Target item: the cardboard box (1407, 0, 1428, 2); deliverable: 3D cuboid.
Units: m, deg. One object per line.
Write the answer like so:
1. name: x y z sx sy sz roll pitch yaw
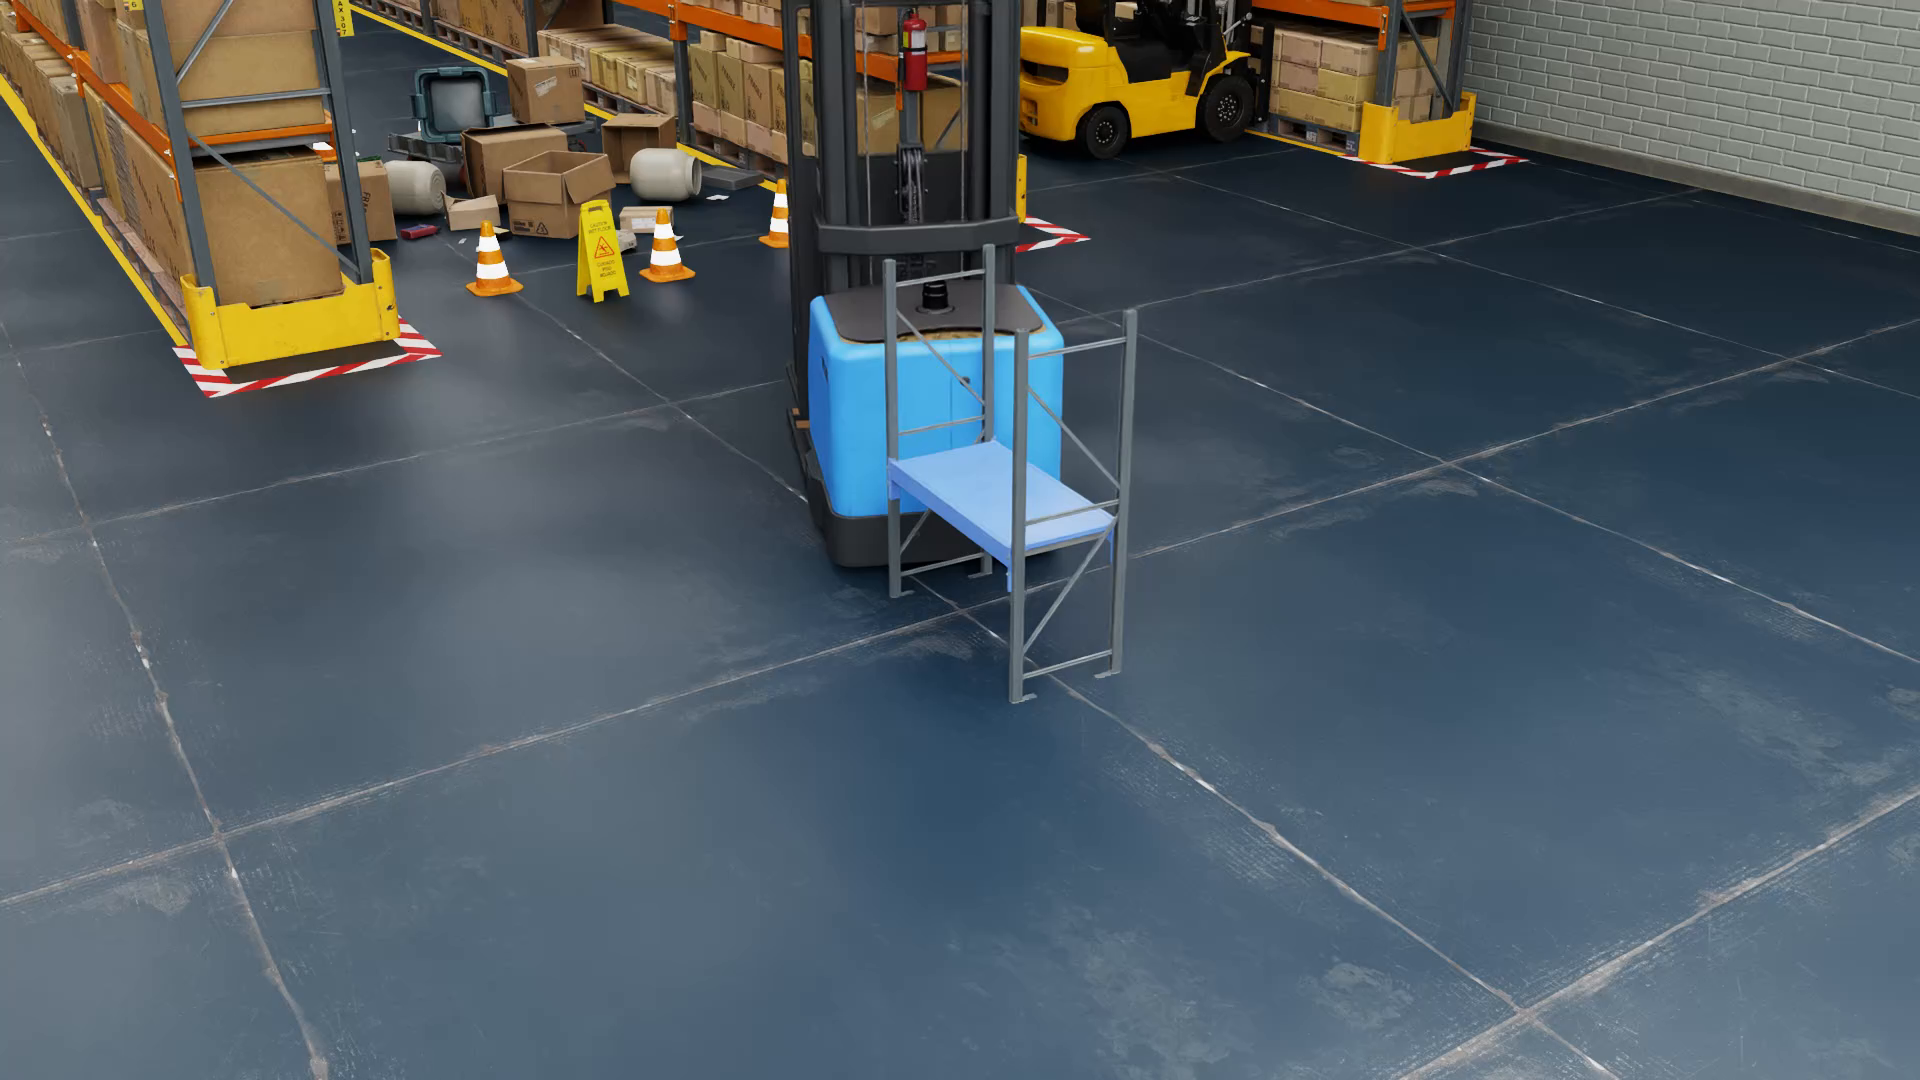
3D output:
1. cardboard box: 4.119 -5.199 15.132 0.500 0.500 0.500 -14 29 -28

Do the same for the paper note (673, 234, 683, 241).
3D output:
1. paper note: -2.184 -2.285 12.555 0.142 0.019 0.148 18 31 33

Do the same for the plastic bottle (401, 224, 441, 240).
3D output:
1. plastic bottle: -4.101 -2.354 12.664 0.133 0.061 0.283 18 31 33

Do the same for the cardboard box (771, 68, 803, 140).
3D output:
1. cardboard box: -1.214 -3.633 13.783 0.500 0.500 0.500 -16 30 -31

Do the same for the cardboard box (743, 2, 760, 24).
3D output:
1. cardboard box: -1.590 -4.424 13.901 0.380 0.149 0.250 -15 29 -29

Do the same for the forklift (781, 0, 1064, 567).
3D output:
1. forklift: -0.318 -1.808 8.147 1.130 2.935 3.031 -5 26 -10

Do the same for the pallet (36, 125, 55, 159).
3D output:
1. pallet: -8.093 -3.865 15.690 1.003 0.211 1.213 -16 29 -30

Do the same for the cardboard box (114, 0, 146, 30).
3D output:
1. cardboard box: -4.640 -3.437 10.077 0.875 0.550 0.550 -16 29 -30

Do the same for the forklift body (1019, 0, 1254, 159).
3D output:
1. forklift body: 1.593 -4.781 15.358 2.313 2.155 1.214 -16 29 -30

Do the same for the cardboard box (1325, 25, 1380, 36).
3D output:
1. cardboard box: 3.777 -4.704 15.759 0.500 0.250 0.500 -15 29 -29

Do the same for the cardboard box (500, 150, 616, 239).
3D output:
1. cardboard box: -3.081 -2.663 12.802 0.637 0.503 0.797 7 26 15

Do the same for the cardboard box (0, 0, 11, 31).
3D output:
1. cardboard box: -9.894 -5.556 17.562 0.500 0.250 0.500 -14 29 -28

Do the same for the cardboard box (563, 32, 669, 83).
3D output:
1. cardboard box: -3.658 -5.150 17.732 0.950 0.372 0.625 -16 30 -31

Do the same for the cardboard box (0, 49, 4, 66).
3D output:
1. cardboard box: -10.462 -5.590 18.513 0.500 0.500 0.500 -14 29 -28

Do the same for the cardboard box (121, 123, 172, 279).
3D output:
1. cardboard box: -5.000 -2.334 11.178 0.875 0.875 0.875 -16 30 -30

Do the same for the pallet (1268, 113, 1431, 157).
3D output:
1. pallet: 3.704 -3.915 15.795 1.003 0.211 1.213 -16 29 -30

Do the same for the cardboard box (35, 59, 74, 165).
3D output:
1. cardboard box: -7.214 -3.714 14.248 1.050 0.750 0.750 -16 29 -30

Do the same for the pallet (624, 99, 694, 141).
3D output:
1. pallet: -2.610 -4.202 16.403 1.003 0.211 1.213 -16 29 -30

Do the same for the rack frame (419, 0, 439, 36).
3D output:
1. rack frame: -6.551 -8.046 21.280 1.000 3.000 0.127 -16 29 -30

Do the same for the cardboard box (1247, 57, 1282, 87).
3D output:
1. cardboard box: 3.064 -4.547 16.012 0.500 0.250 0.500 -16 30 -31

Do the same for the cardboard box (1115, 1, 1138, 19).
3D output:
1. cardboard box: 1.974 -5.495 17.434 0.500 0.250 0.500 -16 30 -30

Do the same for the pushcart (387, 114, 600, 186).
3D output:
1. pushcart: -4.067 -3.449 14.615 0.936 0.377 1.648 18 31 33

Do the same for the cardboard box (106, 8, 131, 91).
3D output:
1. cardboard box: -5.176 -3.355 11.168 0.875 0.550 0.500 -16 29 -30

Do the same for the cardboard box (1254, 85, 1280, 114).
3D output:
1. cardboard box: 3.106 -4.314 16.103 0.500 0.250 0.500 -15 29 -29

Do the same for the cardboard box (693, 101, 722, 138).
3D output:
1. cardboard box: -2.088 -3.857 15.136 0.500 0.250 0.500 -17 30 -32

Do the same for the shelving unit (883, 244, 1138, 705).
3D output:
1. shelving unit: 0.167 -0.288 6.604 0.538 1.500 1.048 -13 28 -26

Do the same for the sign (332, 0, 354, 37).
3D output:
1. sign: -3.624 -3.119 9.735 0.100 0.325 0.005 -16 29 -30

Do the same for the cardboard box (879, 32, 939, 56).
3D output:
1. cardboard box: -0.384 -3.724 12.419 0.380 0.149 0.250 -14 29 -28

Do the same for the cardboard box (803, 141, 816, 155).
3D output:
1. cardboard box: -0.943 -3.114 13.561 0.500 0.250 0.500 -15 29 -29

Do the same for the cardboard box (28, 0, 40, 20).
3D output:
1. cardboard box: -7.616 -4.707 14.090 0.500 0.500 0.500 -16 30 -30

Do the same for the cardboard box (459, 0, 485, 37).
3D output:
1. cardboard box: -5.646 -6.751 20.533 0.875 0.875 0.875 -15 29 -28

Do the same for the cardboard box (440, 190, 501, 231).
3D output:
1. cardboard box: -3.795 -2.573 12.889 0.396 0.266 0.258 -10 27 -21

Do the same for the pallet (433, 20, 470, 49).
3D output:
1. pallet: -6.067 -6.526 21.328 1.003 0.211 1.213 -16 29 -30

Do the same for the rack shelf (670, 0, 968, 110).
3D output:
1. rack shelf: -1.092 -4.144 13.857 1.077 0.370 4.000 -16 29 -30

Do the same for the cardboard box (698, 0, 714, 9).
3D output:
1. cardboard box: -2.100 -4.805 14.709 0.380 0.149 0.250 -15 29 -28

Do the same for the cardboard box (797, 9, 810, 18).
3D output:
1. cardboard box: -1.067 -4.423 13.141 0.500 0.500 0.500 -16 29 -30

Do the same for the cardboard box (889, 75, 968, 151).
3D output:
1. cardboard box: -0.223 -3.401 13.291 0.500 0.500 0.500 -17 30 -31

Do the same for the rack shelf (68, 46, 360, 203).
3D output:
1. rack shelf: -5.185 -2.954 11.337 1.077 0.370 4.000 -16 29 -30

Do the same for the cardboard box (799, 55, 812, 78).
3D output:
1. cardboard box: -1.190 -3.859 13.502 0.380 0.149 0.250 -14 29 -27

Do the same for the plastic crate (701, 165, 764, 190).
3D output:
1. plastic crate: -2.014 -3.112 14.247 0.583 0.080 0.402 18 31 33

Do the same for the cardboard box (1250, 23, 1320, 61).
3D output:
1. cardboard box: 3.076 -4.762 15.881 0.500 0.250 0.500 -15 29 -29

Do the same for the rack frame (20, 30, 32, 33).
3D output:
1. rack frame: -8.460 -5.425 15.729 1.000 3.000 0.127 -16 29 -30

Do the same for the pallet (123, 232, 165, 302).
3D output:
1. pallet: -5.257 -2.007 11.754 1.003 0.211 1.213 -16 29 -30

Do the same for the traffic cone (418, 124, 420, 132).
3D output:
1. traffic cone: -5.030 -4.025 15.735 0.336 0.463 0.334 -16 29 -30
